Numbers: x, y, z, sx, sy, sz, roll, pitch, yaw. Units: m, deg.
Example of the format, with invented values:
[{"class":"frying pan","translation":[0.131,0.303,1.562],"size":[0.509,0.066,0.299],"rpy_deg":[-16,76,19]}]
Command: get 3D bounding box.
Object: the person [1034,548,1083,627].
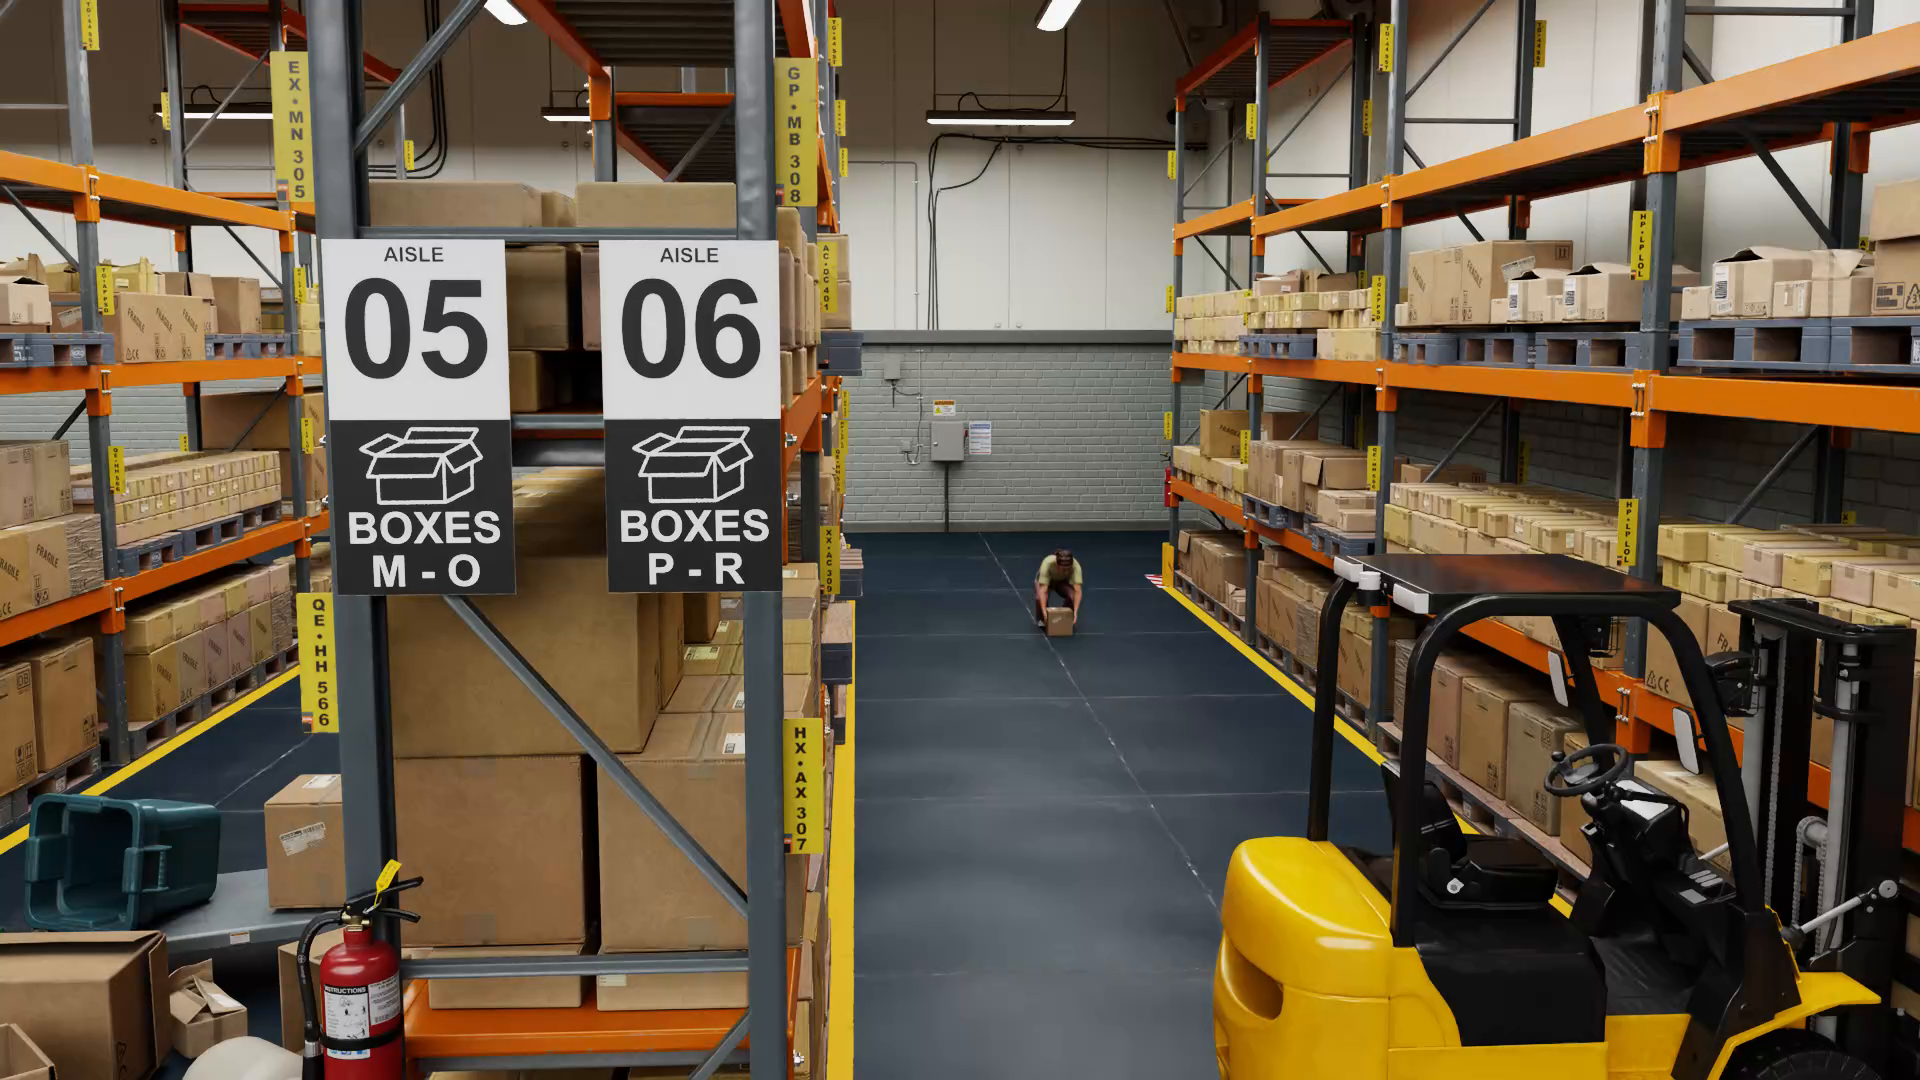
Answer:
[{"class":"person","translation":[1.006,0.487,17.158],"size":[0.486,0.857,0.802],"rpy_deg":[0,7,-4]}]
